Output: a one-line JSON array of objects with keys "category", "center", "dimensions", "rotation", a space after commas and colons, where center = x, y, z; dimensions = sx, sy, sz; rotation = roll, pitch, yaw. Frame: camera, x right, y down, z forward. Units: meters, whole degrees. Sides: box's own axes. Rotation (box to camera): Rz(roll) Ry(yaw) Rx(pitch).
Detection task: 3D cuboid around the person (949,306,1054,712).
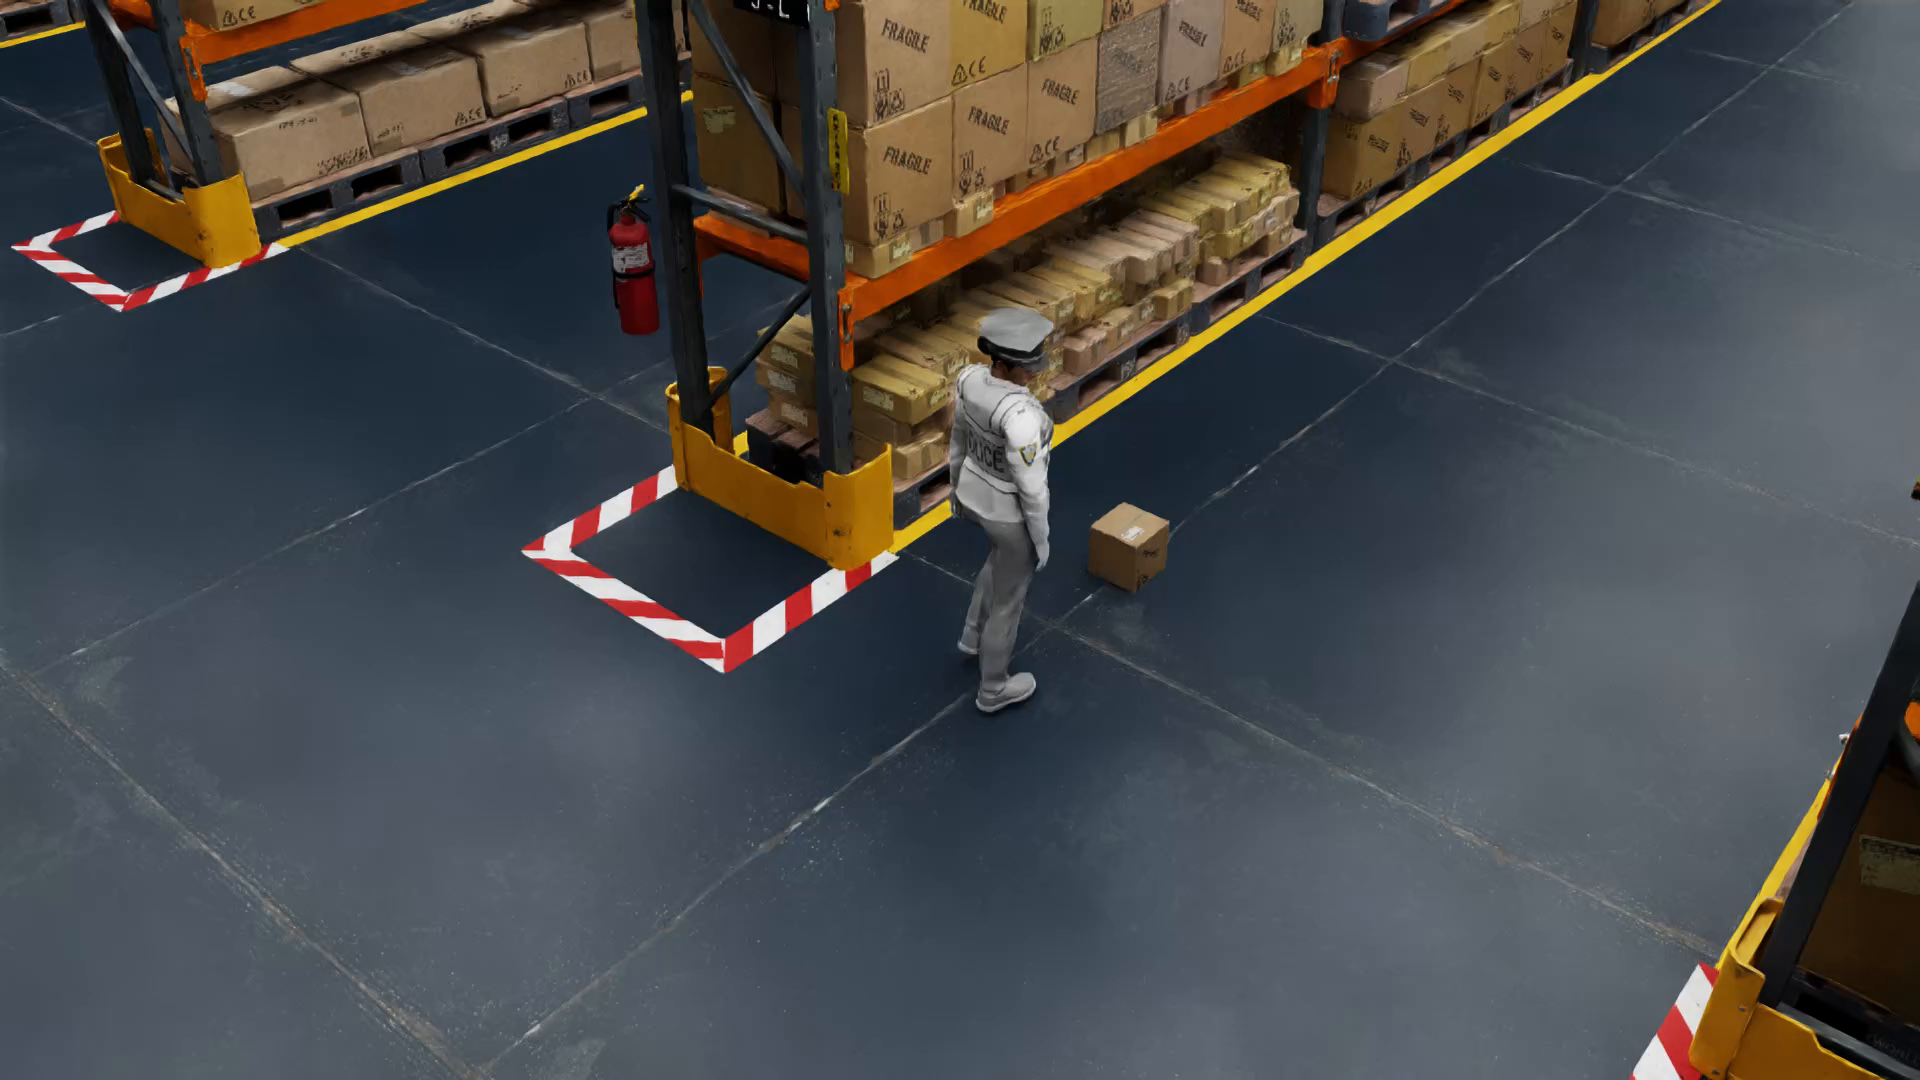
[{"category": "person", "center": [0.178, -0.125, 6.298], "dimensions": [0.440, 1.656, 0.541], "rotation": [-24, 42, -30]}]
